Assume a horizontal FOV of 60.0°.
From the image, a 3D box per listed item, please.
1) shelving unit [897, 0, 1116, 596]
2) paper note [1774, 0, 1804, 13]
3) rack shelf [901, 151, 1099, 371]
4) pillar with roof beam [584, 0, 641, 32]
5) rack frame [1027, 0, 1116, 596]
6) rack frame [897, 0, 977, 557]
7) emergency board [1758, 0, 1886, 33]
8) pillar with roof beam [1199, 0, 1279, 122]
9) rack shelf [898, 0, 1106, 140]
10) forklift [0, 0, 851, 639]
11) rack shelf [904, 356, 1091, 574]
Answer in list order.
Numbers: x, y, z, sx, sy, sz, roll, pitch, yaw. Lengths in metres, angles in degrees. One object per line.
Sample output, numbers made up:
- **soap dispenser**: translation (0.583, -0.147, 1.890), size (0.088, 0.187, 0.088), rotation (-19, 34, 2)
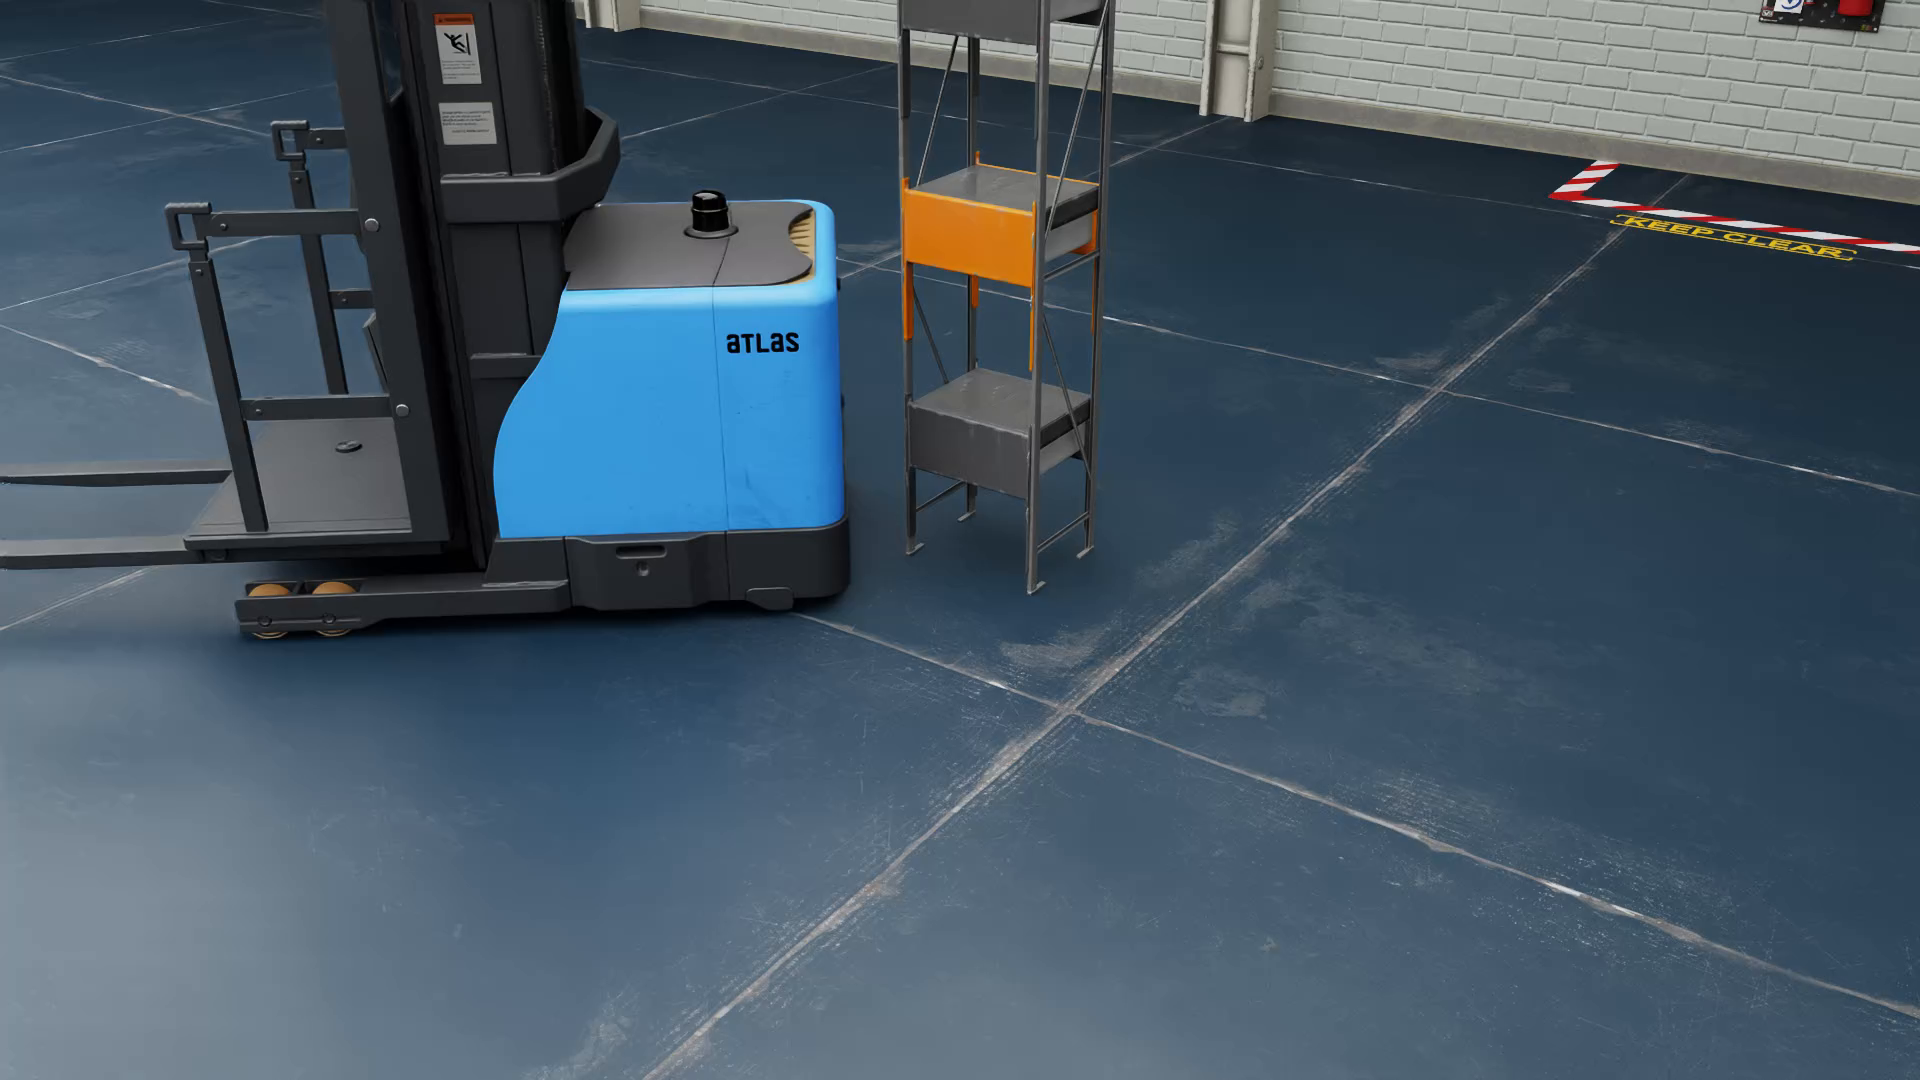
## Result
- **shelving unit**: translation (0.136, -0.893, 5.190), size (0.503, 2.100, 0.431), rotation (17, 32, 30)
- **paper note**: translation (4.735, -3.089, 9.483), size (0.142, 0.148, 0.016), rotation (17, 32, 30)
- **rack shelf**: translation (0.136, -0.881, 5.196), size (0.480, 0.518, 0.431), rotation (17, 32, 30)
- **pillar with roof beam**: translation (-5.472, -6.907, 9.400), size (0.400, 9.000, 9.100), rotation (17, 32, 30)
- **rack frame**: translation (0.338, -0.831, 5.067), size (0.015, 2.100, 0.400), rotation (17, 32, 30)
- **rack frame**: translation (-0.065, -0.956, 5.313), size (0.015, 2.100, 0.400), rotation (17, 32, 30)
- **emergency board**: translation (4.842, -3.410, 9.143), size (0.643, 1.169, 0.194), rotation (17, 32, 30)
- **pillar with roof beam**: translation (-0.526, -5.366, 6.372), size (0.400, 9.000, 9.100), rotation (17, 32, 30)
- **rack shelf**: translation (0.136, -1.505, 4.879), size (0.480, 0.518, 0.431), rotation (17, 32, 30)
- **forklift**: translation (-1.893, -1.250, 4.974), size (3.031, 2.935, 1.130), rotation (-2, 27, -4)
- **rack shelf**: translation (0.136, -0.257, 5.514), size (0.480, 0.518, 0.431), rotation (17, 32, 30)
